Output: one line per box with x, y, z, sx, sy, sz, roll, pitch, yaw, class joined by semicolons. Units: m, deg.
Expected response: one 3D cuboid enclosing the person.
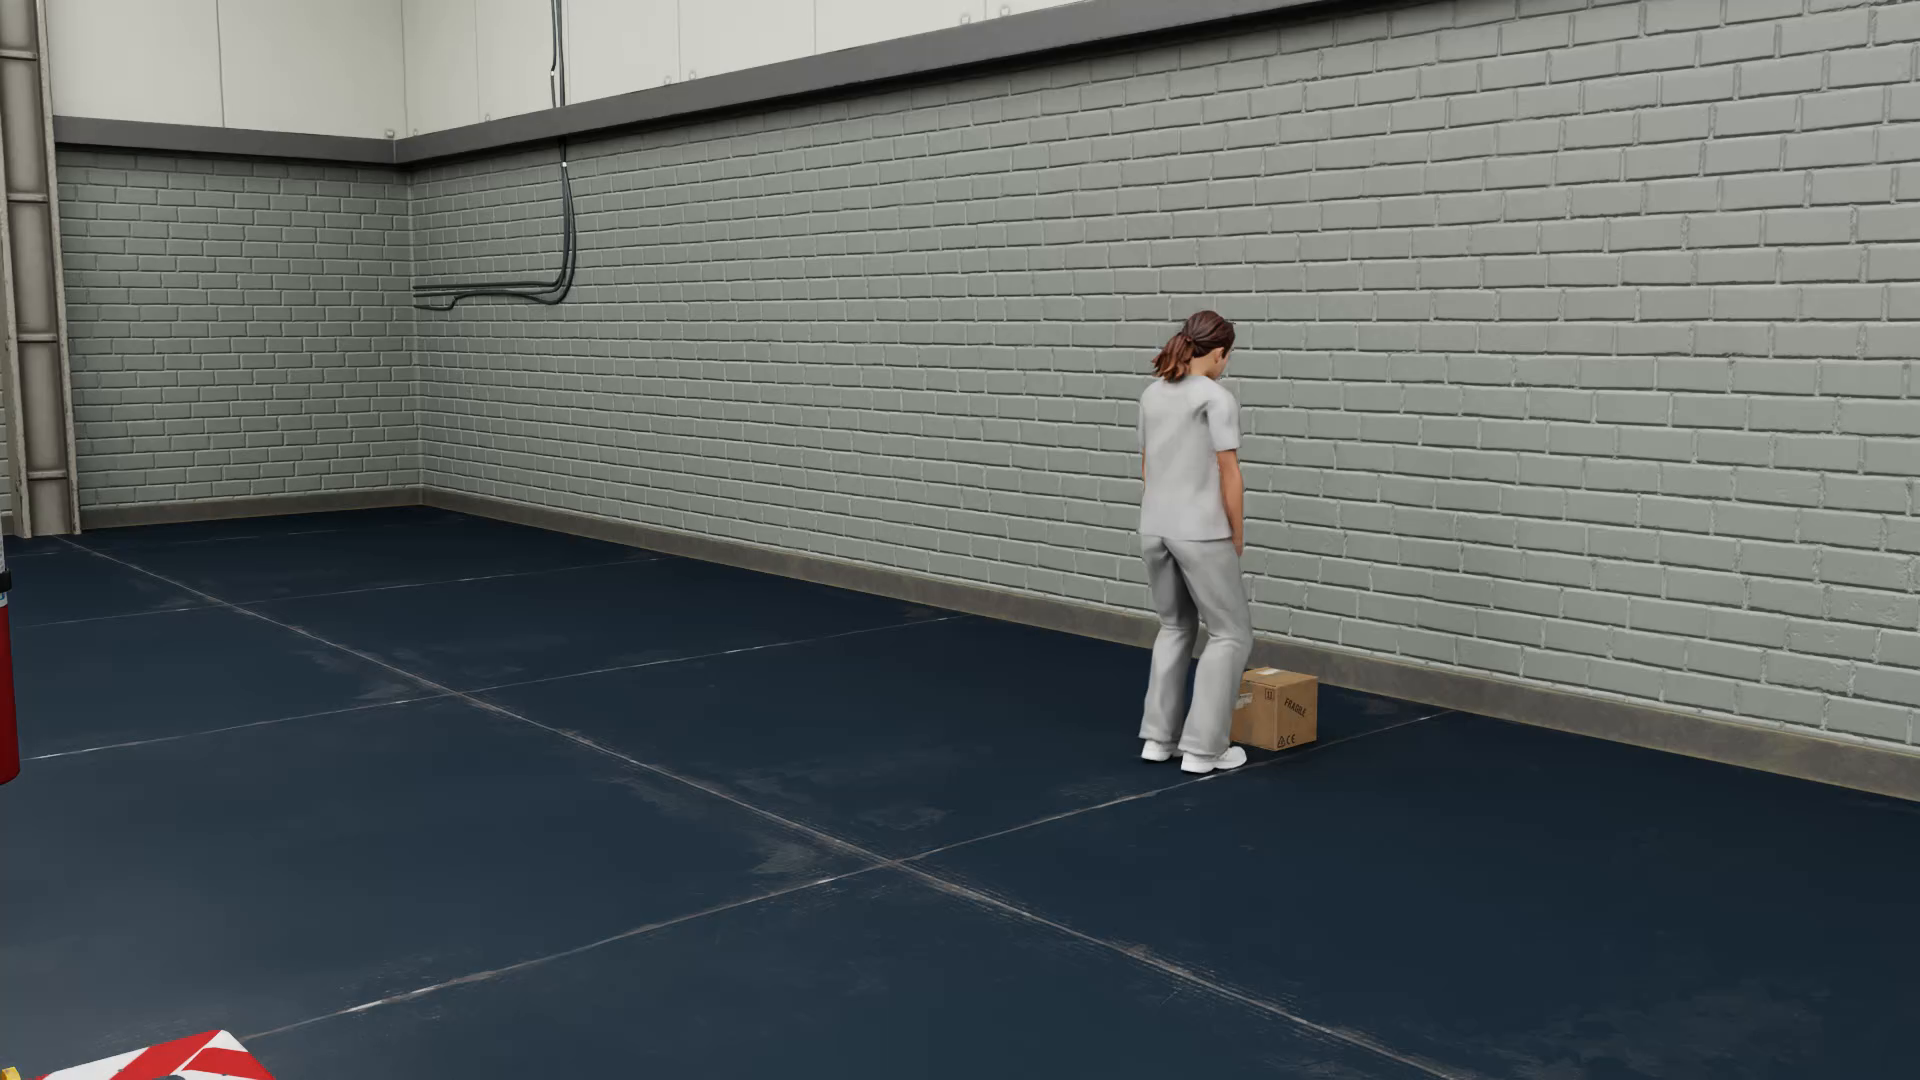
0.827;-0.001;5.981;0.370;1.638;0.458;-6;10;-39;person
